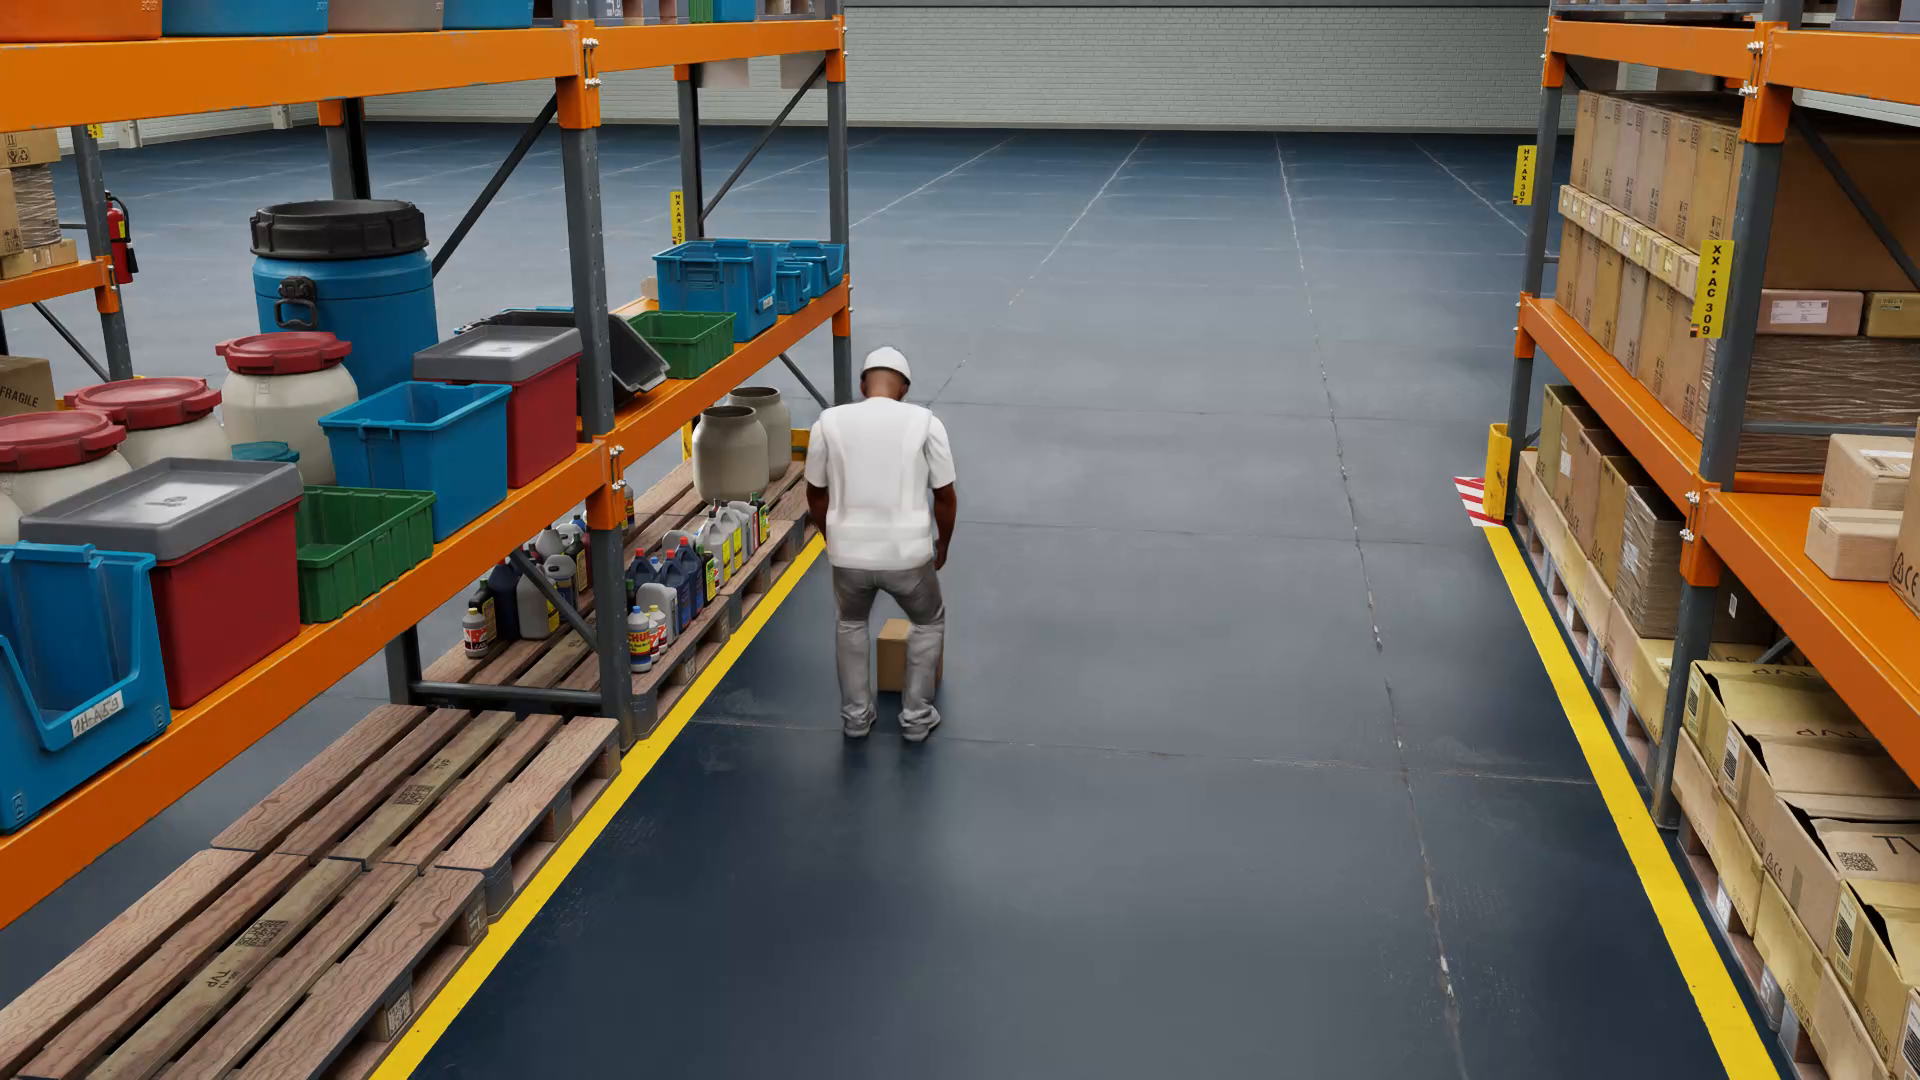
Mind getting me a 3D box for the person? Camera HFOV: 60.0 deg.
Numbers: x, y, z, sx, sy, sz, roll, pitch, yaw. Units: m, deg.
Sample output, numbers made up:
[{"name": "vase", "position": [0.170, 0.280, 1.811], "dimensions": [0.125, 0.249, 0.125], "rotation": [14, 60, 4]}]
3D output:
[{"name": "person", "position": [-0.329, 0.024, 6.771], "dimensions": [0.622, 1.565, 0.644], "rotation": [3, 18, 9]}]
